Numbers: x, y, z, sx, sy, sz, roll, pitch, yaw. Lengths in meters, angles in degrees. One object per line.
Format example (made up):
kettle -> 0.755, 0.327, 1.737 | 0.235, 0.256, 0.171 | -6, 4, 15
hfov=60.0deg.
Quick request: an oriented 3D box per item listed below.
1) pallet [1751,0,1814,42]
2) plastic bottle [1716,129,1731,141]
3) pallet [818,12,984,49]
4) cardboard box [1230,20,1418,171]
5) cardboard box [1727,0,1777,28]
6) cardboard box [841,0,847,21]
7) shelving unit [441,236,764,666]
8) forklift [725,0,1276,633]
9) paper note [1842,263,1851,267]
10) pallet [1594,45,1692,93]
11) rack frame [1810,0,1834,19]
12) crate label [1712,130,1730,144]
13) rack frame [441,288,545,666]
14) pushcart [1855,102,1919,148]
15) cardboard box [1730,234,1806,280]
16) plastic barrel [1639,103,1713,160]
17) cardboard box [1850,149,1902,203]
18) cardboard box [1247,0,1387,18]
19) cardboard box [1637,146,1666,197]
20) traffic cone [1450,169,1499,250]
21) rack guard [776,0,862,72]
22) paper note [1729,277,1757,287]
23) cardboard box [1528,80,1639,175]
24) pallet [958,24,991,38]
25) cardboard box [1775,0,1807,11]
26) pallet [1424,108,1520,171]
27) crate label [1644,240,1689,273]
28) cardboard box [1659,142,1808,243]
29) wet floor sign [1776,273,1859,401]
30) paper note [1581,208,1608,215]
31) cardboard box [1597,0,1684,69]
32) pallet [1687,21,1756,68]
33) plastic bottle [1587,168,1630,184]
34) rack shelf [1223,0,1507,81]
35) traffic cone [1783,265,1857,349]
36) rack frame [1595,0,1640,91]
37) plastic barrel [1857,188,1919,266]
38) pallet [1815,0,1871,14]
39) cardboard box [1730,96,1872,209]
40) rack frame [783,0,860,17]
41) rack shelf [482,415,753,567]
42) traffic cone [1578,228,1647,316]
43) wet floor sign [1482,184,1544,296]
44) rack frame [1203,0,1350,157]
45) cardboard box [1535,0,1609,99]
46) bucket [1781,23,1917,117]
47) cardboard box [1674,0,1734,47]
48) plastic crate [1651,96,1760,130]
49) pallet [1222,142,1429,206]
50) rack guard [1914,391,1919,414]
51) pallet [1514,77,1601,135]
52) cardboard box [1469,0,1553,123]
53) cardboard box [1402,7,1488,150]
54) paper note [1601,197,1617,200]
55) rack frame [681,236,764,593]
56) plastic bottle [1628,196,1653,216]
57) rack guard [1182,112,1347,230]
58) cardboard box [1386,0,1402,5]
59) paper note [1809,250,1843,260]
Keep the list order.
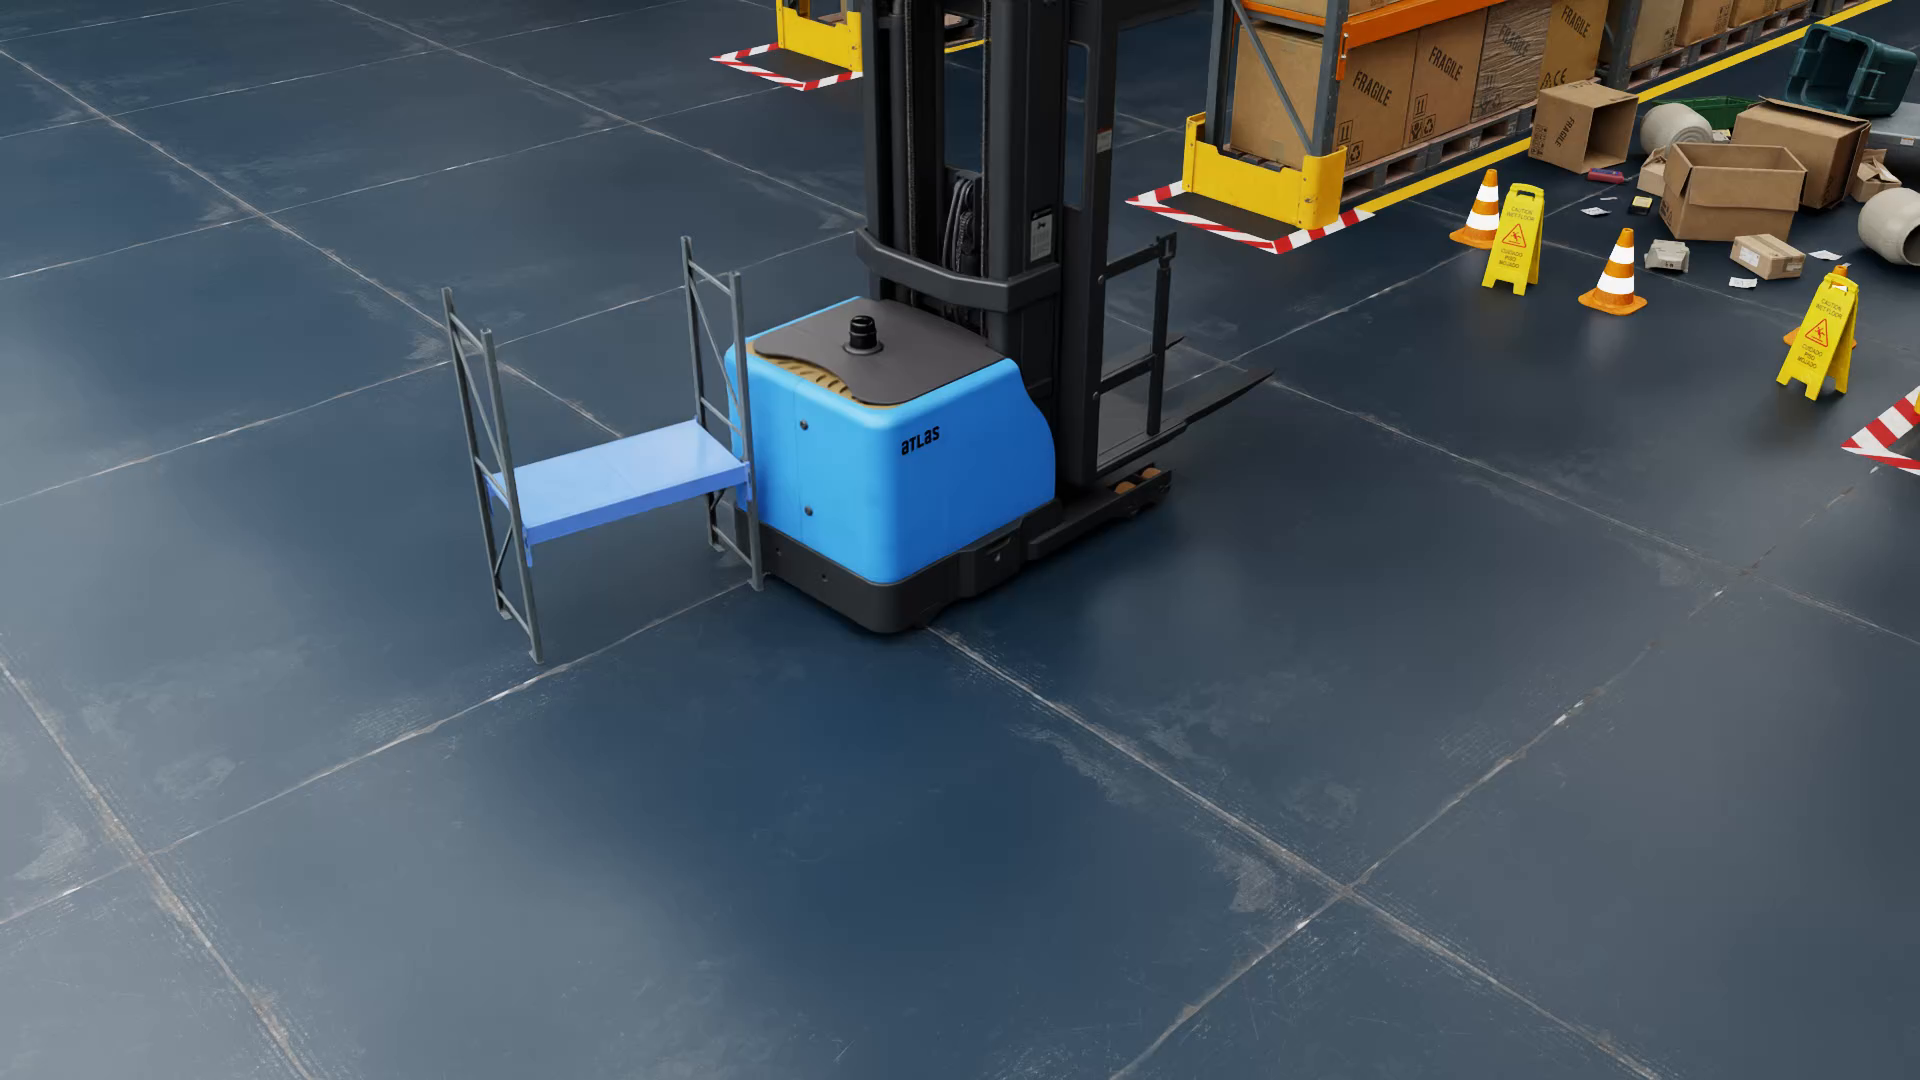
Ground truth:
pallet -> 7.332, -5.031, 15.775 | 1.213, 0.211, 1.003 | -26, 40, -35
plastic bottle -> 5.851, -3.124, 12.800 | 0.133, 0.061, 0.283 | 9, 33, 15
pallet -> -0.528, -4.679, 15.200 | 1.213, 0.211, 1.003 | -26, 40, -35
cardboard box -> 2.547, -3.172, 11.697 | 0.875, 0.875, 0.875 | -26, 40, -35
cardboard box -> 6.814, -5.198, 15.129 | 0.750, 0.750, 1.050 | -25, 39, -35
cardboard box -> -0.734, -4.895, 14.873 | 0.500, 0.500, 0.500 | -18, 36, -27
shelving unit -> -1.446, -0.375, 6.926 | 1.048, 1.500, 0.538 | -19, 36, -28
forklift -> 0.378, -1.529, 7.440 | 1.130, 2.935, 3.031 | 27, 41, 37
paper note -> 5.639, -1.746, 10.596 | 0.123, 0.001, 0.032 | -26, 40, -35
pallet -> 5.542, -4.166, 14.360 | 1.213, 0.211, 1.003 | -26, 40, -35
rack frame -> 7.961, -6.472, 15.458 | 0.127, 3.000, 1.000 | -26, 40, -35
crate label -> 5.627, -2.981, 12.494 | 0.298, 0.136, 0.250 | 4, 32, 6
rack frame -> -1.873, -0.232, 6.691 | 0.032, 1.500, 0.500 | -19, 36, -28
pushcart -> 6.881, -2.931, 12.181 | 1.648, 0.377, 0.936 | 15, 34, 23
cardboard box -> 5.122, -1.797, 10.547 | 0.250, 0.149, 0.380 | -7, 32, -11
plastic barrel -> 5.239, -2.964, 12.192 | 0.421, 0.421, 0.512 | -1, 31, -2
cardboard box -> 6.411, -2.561, 11.683 | 0.258, 0.266, 0.396 | 4, 32, 6
cardboard box -> 2.336, -3.847, 11.022 | 0.550, 0.550, 0.875 | -26, 40, -35
cardboard box -> 5.020, -2.572, 11.702 | 0.258, 0.266, 0.396 | -19, 36, -28
traffic cone -> 3.450, -2.197, 10.899 | 0.334, 0.463, 0.336 | -26, 40, -35
rack guard -> -1.148, -4.528, 14.675 | 0.348, 0.500, 1.175 | -26, 40, -35
paper note -> 4.874, -1.606, 10.348 | 0.148, 0.019, 0.142 | 15, 34, 23
cardboard box -> 4.587, -3.044, 12.247 | 0.500, 0.500, 0.500 | -19, 36, -28
pallet -> 0.366, -5.110, 15.904 | 1.213, 0.211, 1.003 | -26, 40, -35
cardboard box -> 7.453, -5.509, 15.638 | 0.750, 0.750, 1.050 | -26, 40, -36
pallet -> 3.522, -3.188, 12.762 | 1.213, 0.211, 1.003 | -26, 40, -35
crate label -> 4.503, -1.807, 10.575 | 0.250, 0.136, 0.298 | 9, 33, 15
cardboard box -> 5.101, -2.303, 11.033 | 0.797, 0.503, 0.637 | 4, 32, 6
wet floor sign -> 4.668, -1.114, 8.953 | 0.232, 0.644, 0.267 | -12, 34, -19
paper note -> 4.368, -2.258, 11.416 | 0.142, 0.017, 0.144 | -12, 34, -19
cardboard box -> 5.422, -4.527, 14.031 | 0.750, 0.750, 1.050 | -26, 40, -36
pallet -> 6.437, -4.601, 15.071 | 1.213, 0.211, 1.003 | -26, 40, -35
plastic bottle -> 4.675, -2.616, 11.970 | 0.283, 0.061, 0.133 | 15, 34, 23
rack shelf -> 3.561, -4.036, 12.165 | 4.000, 0.370, 1.077 | -26, 40, -35
traffic cone -> 4.973, -1.340, 9.498 | 0.334, 0.463, 0.336 | -26, 40, -35
rack frame -> 5.028, -5.053, 13.138 | 0.127, 3.000, 1.000 | -26, 40, -35
plastic barrel -> 6.020, -1.989, 10.597 | 0.421, 0.421, 0.512 | -1, 31, -2
pallet -> 8.535, -5.559, 16.638 | 1.213, 0.211, 1.003 | -26, 40, -35
cardboard box -> 5.781, -2.695, 11.546 | 0.503, 0.637, 0.797 | -26, 40, -35
rack frame -> -1.204, -5.567, 13.979 | 0.127, 3.000, 1.000 | -26, 40, -35
rack shelf -> -1.446, -0.222, 7.020 | 1.000, 0.185, 0.538 | -19, 36, -28
traffic cone -> 3.969, -1.644, 9.995 | 0.334, 0.463, 0.336 | -26, 40, -35
wet floor sign -> 3.420, -1.862, 10.176 | 0.267, 0.644, 0.232 | 22, 37, 31
rack frame -> 2.095, -3.634, 10.817 | 0.127, 3.000, 1.000 | -26, 40, -35
cardboard box -> 4.519, -4.129, 13.261 | 0.875, 0.875, 0.875 | -25, 39, -35
bucket -> 6.496, -3.374, 12.074 | 0.620, 0.611, 0.726 | -3, 30, -25
cardboard box -> 6.132, -4.867, 14.589 | 0.750, 0.750, 1.050 | -26, 40, -35
plastic crate -> 5.791, -3.315, 12.936 | 0.662, 0.188, 0.450 | -7, 22, -11
pallet -> 2.628, -2.758, 12.058 | 1.213, 0.211, 1.003 | -26, 40, -35
rack guard -> 5.590, -0.737, 8.476 | 0.348, 0.500, 1.175 | -26, 40, -35
pallet -> 4.417, -3.623, 13.473 | 1.213, 0.211, 1.003 | -26, 40, -35
cardboard box -> 3.861, -3.808, 12.736 | 0.875, 0.875, 0.875 | -25, 40, -35
cardboard box -> 3.191, -3.485, 12.209 | 0.875, 0.875, 0.875 | -27, 40, -36
paper note -> 4.546, -2.392, 11.652 | 0.123, 0.001, 0.032 | -7, 32, -11
rack frame -> -1.018, -0.519, 7.161 | 0.032, 1.500, 0.500 | -19, 36, -28
plastic bottle -> 4.705, -2.319, 11.483 | 0.133, 0.061, 0.283 | 15, 34, 23
rack guard -> 2.077, -2.559, 11.456 | 0.348, 0.500, 1.175 | -26, 40, -35
cardboard box -> 2.724, -4.050, 11.355 | 0.550, 0.550, 0.875 | -26, 40, -35
paper note -> 5.599, -1.845, 10.749 | 0.142, 0.019, 0.148 | -12, 34, -19
